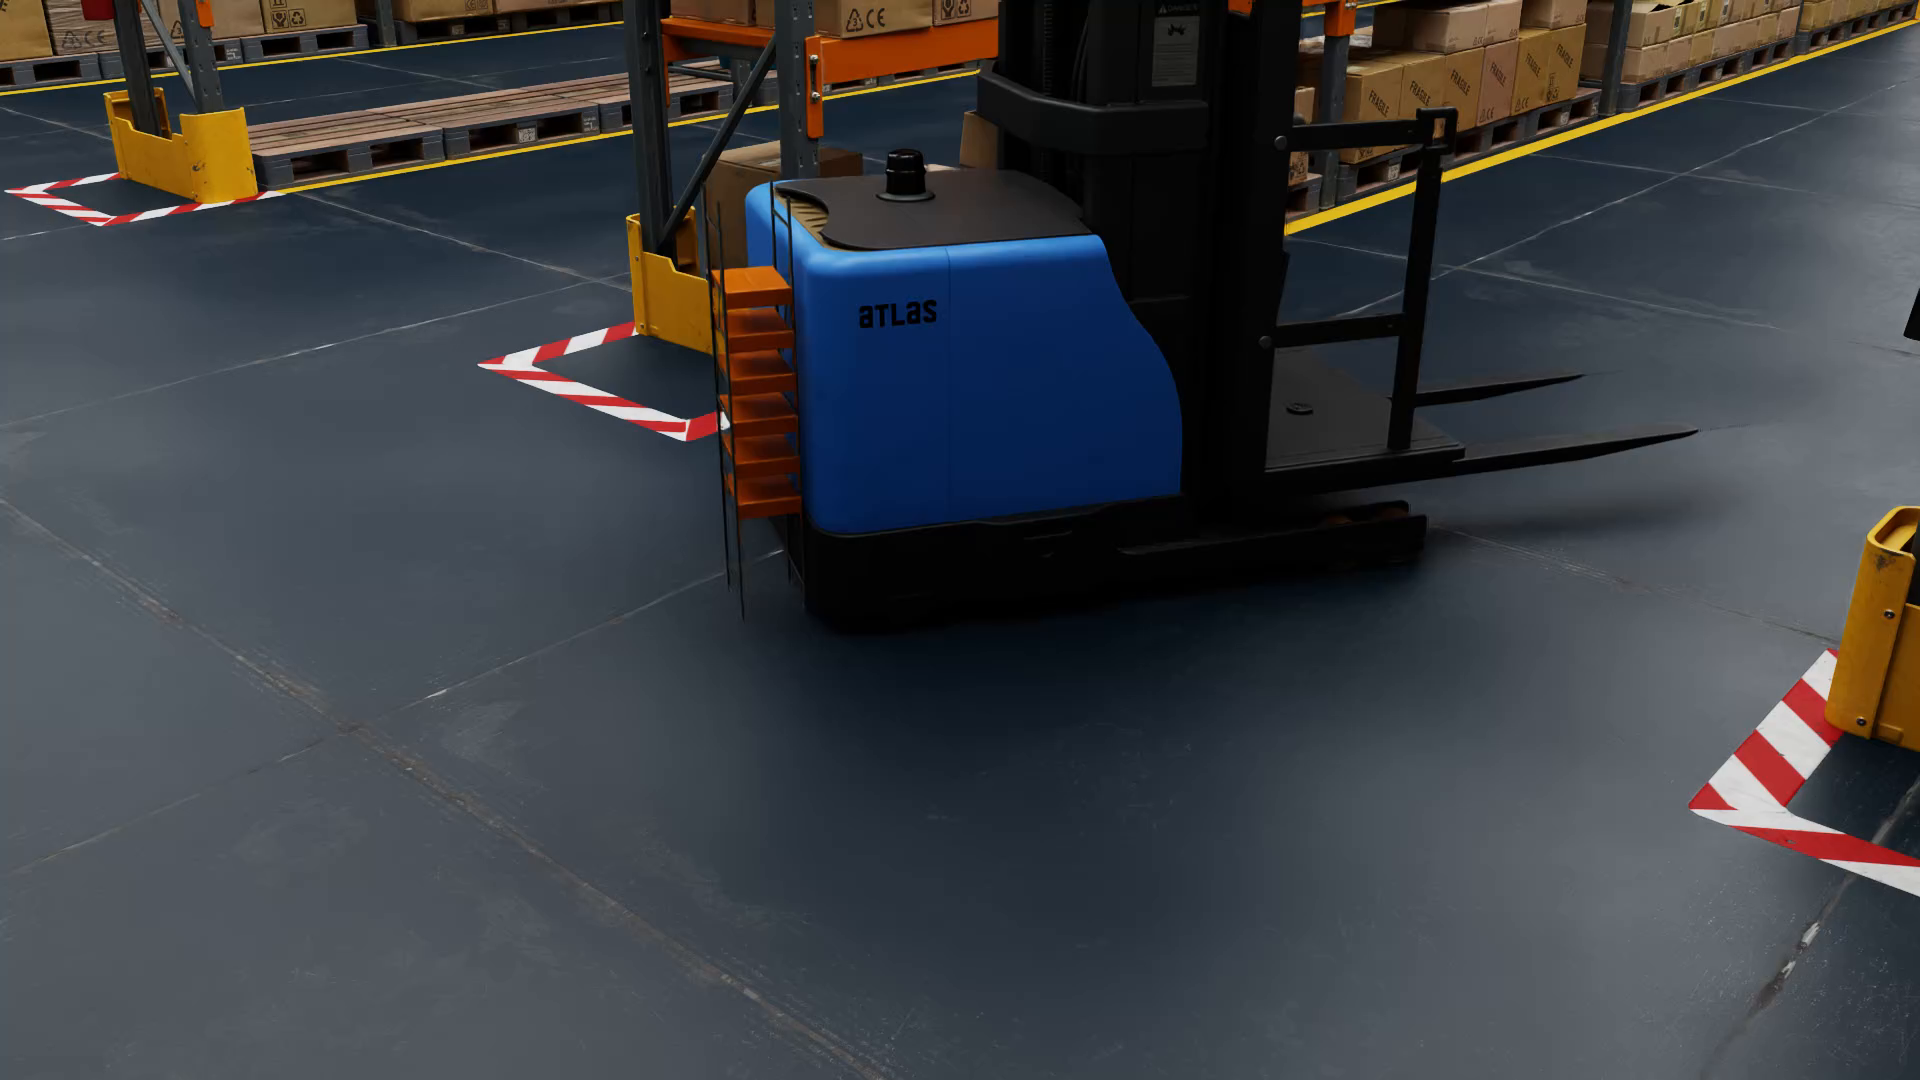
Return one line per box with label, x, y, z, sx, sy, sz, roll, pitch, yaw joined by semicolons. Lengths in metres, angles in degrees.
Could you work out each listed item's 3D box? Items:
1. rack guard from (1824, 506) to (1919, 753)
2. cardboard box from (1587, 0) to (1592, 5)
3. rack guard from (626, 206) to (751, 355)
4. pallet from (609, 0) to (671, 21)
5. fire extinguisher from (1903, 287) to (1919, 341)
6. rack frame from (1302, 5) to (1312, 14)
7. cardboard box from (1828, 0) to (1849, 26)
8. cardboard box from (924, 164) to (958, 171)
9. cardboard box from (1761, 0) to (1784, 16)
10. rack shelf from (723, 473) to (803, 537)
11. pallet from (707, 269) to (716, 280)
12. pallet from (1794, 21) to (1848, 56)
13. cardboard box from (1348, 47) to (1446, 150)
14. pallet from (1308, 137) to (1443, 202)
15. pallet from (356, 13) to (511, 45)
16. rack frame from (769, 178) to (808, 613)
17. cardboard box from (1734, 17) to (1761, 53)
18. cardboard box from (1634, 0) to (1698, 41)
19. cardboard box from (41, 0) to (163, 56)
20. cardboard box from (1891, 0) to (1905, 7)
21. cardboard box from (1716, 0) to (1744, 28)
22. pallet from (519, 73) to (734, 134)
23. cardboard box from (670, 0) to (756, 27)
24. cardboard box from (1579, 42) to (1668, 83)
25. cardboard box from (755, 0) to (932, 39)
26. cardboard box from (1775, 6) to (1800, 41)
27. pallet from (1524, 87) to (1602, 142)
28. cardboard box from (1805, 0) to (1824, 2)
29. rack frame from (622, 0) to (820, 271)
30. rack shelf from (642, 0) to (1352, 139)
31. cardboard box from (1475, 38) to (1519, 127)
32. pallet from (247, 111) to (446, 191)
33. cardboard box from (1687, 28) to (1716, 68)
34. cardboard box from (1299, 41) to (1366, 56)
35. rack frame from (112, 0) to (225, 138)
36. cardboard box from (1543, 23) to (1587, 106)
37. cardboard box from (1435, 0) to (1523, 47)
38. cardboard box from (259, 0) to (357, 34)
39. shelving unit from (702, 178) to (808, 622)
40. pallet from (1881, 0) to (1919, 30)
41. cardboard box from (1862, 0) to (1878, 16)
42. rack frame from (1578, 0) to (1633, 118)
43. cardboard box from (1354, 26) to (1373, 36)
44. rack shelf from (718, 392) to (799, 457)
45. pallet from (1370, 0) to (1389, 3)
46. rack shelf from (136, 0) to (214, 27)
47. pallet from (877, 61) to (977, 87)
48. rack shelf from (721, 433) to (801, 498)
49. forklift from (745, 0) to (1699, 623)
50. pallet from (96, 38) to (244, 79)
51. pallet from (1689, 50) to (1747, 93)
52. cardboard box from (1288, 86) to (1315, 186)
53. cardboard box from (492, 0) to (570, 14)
rack guard;2.724;0.342;3.877;1.175;0.500;0.348;20;31;38
cardboard box;4.554;-4.015;12.700;0.500;0.311;0.500;21;32;39
rack guard;-0.901;-1.040;6.959;1.175;0.500;0.348;20;31;38
pallet;-3.570;-5.809;17.948;1.003;0.211;1.213;20;31;38
fire extinguisher;2.295;-0.681;3.652;0.296;0.674;0.183;20;31;38
rack frame;3.371;-7.167;17.569;1.000;3.000;0.127;20;31;38
cardboard box;7.930;-4.960;15.494;0.500;0.250;0.500;20;31;38
cardboard box;-0.116;-1.618;8.015;0.500;0.250;0.500;20;31;38
cardboard box;6.658;-4.645;14.105;0.500;0.311;0.500;21;32;39
rack shelf;-0.564;-0.113;4.731;0.180;0.103;0.258;-7;25;-16
pallet;-0.370;-1.151;7.560;1.003;0.211;1.213;20;31;38
pallet;7.619;-4.772;15.635;1.003;0.211;1.213;20;31;38
cardboard box;2.570;-2.683;10.085;0.500;0.500;0.500;21;31;38
pallet;2.232;-2.362;10.260;1.003;0.211;1.213;20;31;38
pallet;-5.198;-5.066;16.290;1.003;0.211;1.213;20;31;38
rack frame;-0.477;-0.384;4.640;0.006;1.200;0.240;-7;25;-16
cardboard box;6.316;-4.235;13.878;0.500;0.250;0.500;21;32;39
cardboard box;5.300;-4.030;12.733;0.500;0.311;0.500;19;31;36
cardboard box;-7.352;-4.580;13.882;0.875;0.875;0.875;20;31;38
cardboard box;9.264;-5.570;16.853;0.500;0.250;0.500;20;31;38
cardboard box;5.985;-4.341;13.428;0.500;0.311;0.500;20;31;37
pallet;-2.430;-3.223;12.180;1.003;0.211;1.213;20;31;38
cardboard box;-0.856;-2.414;6.845;0.500;0.500;0.500;21;32;39
cardboard box;4.956;-3.611;12.485;0.500;0.250;0.500;20;31;37
cardboard box;-0.459;-2.266;6.516;0.500;0.500;0.500;21;32;39
cardboard box;6.996;-4.545;14.568;0.500;0.250;0.500;20;31;37
pallet;3.861;-3.105;11.918;1.003;0.211;1.213;20;31;38
cardboard box;7.600;-5.149;14.998;0.500;0.500;0.500;20;31;38
rack frame;-0.952;-2.158;6.396;1.000;3.000;0.127;20;31;38
rack shelf;0.383;-2.439;7.902;1.077;0.370;4.000;20;31;38
cardboard box;3.247;-2.987;10.763;0.500;0.500;0.500;19;30;36
pallet;-4.059;-2.479;10.522;1.003;0.211;1.213;20;31;38
cardboard box;5.633;-3.925;13.185;0.500;0.250;0.500;19;30;36
cardboard box;2.170;-2.813;10.376;0.500;0.500;0.500;20;31;38
rack frame;-4.638;-3.511;9.415;1.000;3.000;0.127;20;31;38
cardboard box;3.938;-3.306;11.475;0.500;0.500;0.500;22;32;39
cardboard box;3.224;-3.317;10.583;0.500;0.250;0.500;19;31;37
cardboard box;-6.157;-5.125;15.098;0.875;0.875;0.875;20;31;38
shelving unit;-0.564;-0.373;4.614;0.189;1.200;0.258;-7;25;-16
pallet;9.247;-5.516;17.293;1.003;0.211;1.213;20;31;38
cardboard box;8.597;-5.265;16.174;0.500;0.250;0.500;20;31;38
rack frame;4.387;-4.595;11.832;1.000;3.000;0.127;20;31;38
cardboard box;2.843;-3.122;11.063;0.500;0.500;0.500;19;30;36
rack shelf;-0.564;-0.332;4.633;0.180;0.103;0.258;-7;25;-16
pallet;4.664;-6.462;19.403;1.003;0.211;1.213;20;31;38
rack shelf;-3.303;-3.792;10.921;1.077;0.370;4.000;20;31;38
pallet;-0.608;-4.055;14.035;1.003;0.211;1.213;20;31;38
rack shelf;-0.564;-0.223;4.682;0.180;0.103;0.258;-7;25;-16
forklift;0.911;-1.442;4.884;3.031;2.935;1.130;-7;25;-16
pallet;-7.037;-4.226;14.418;1.003;0.211;1.213;20;31;38
pallet;5.780;-3.933;13.763;1.003;0.211;1.213;20;31;38
cardboard box;1.549;-2.185;8.975;0.500;0.500;0.500;20;31;38
cardboard box;-4.649;-5.777;16.553;1.225;0.875;0.875;19;30;36
